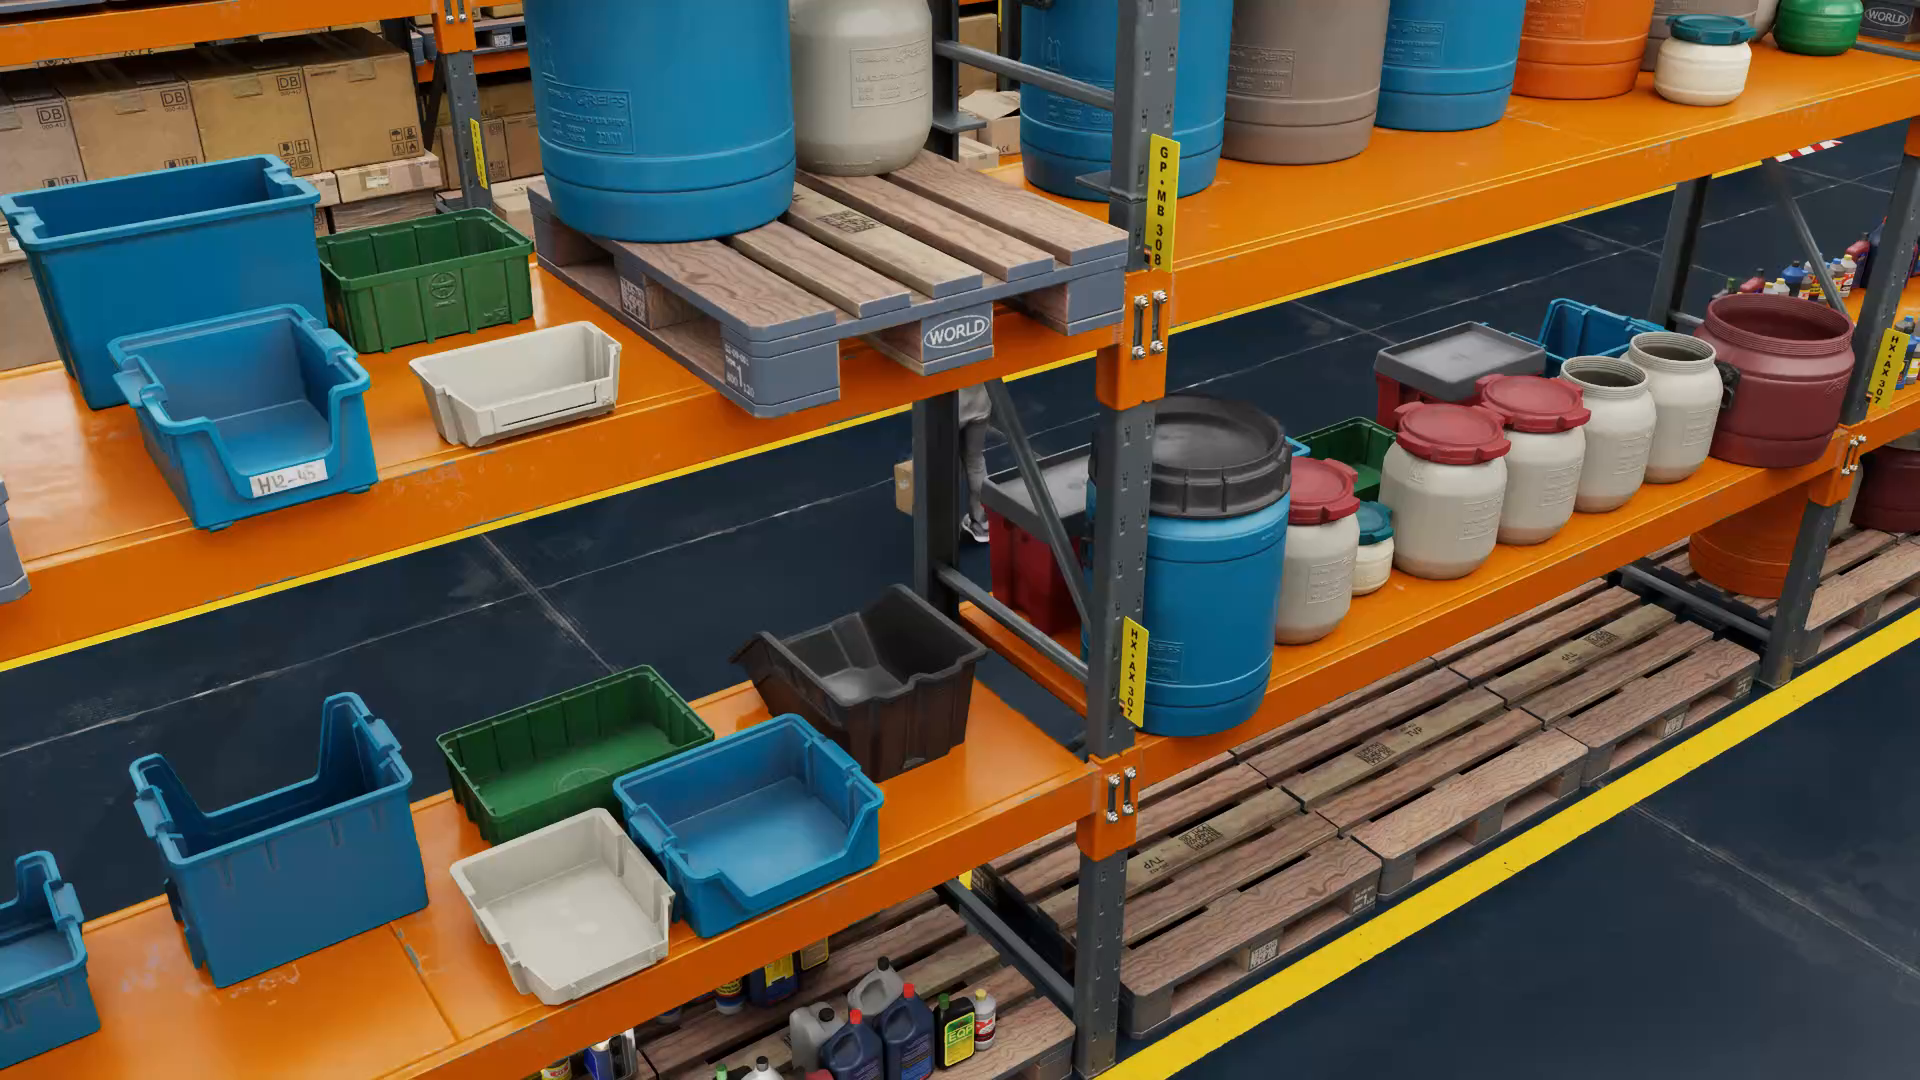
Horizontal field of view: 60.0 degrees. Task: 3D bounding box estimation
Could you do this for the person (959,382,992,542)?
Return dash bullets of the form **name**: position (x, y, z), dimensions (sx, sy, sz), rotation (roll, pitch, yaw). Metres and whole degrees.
- **person**: position (-0.028, -0.681, 8.362), dimensions (0.458, 1.595, 0.374), rotation (-20, 35, -32)
